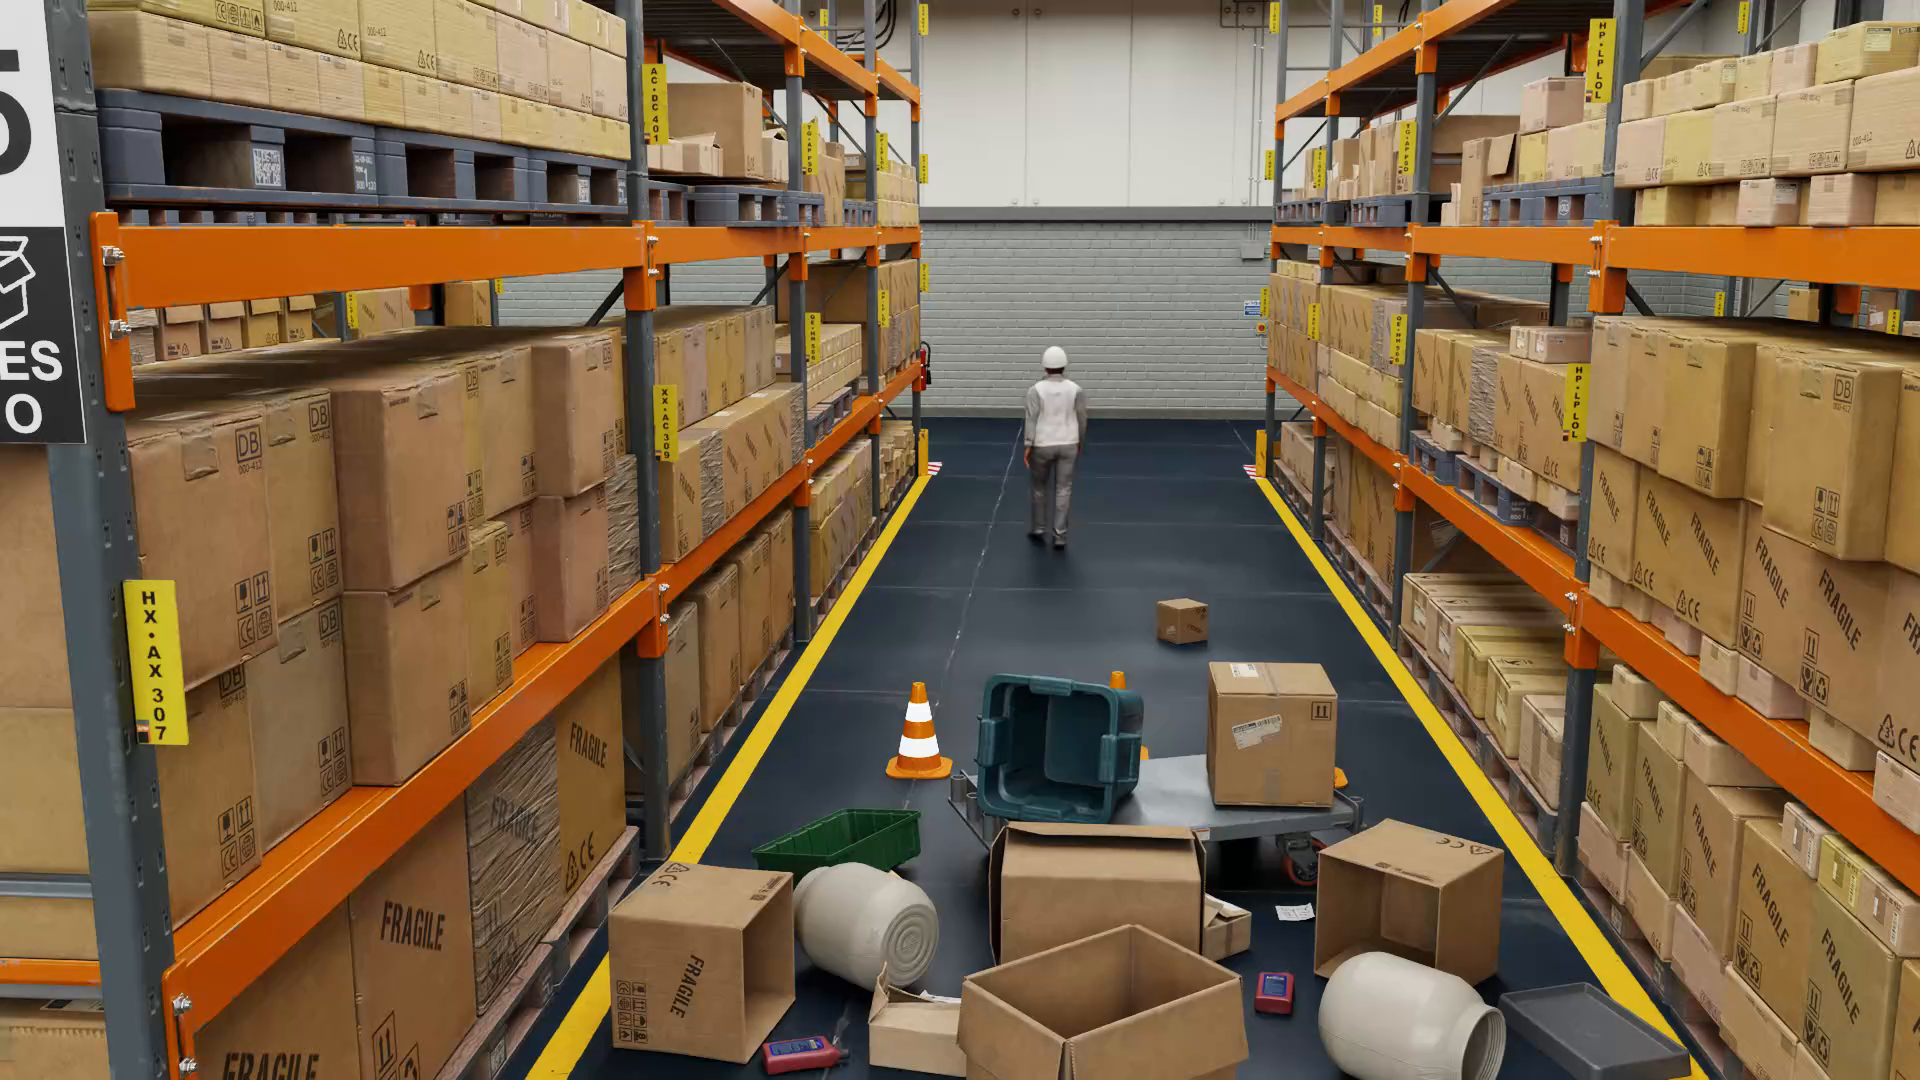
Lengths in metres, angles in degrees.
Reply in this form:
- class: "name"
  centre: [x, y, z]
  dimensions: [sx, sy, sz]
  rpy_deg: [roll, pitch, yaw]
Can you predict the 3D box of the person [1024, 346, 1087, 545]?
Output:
- class: "person"
  centre: [0.843, -0.850, 14.867]
  dimensions: [0.570, 1.770, 0.858]
  rpy_deg: [0, 11, -1]
